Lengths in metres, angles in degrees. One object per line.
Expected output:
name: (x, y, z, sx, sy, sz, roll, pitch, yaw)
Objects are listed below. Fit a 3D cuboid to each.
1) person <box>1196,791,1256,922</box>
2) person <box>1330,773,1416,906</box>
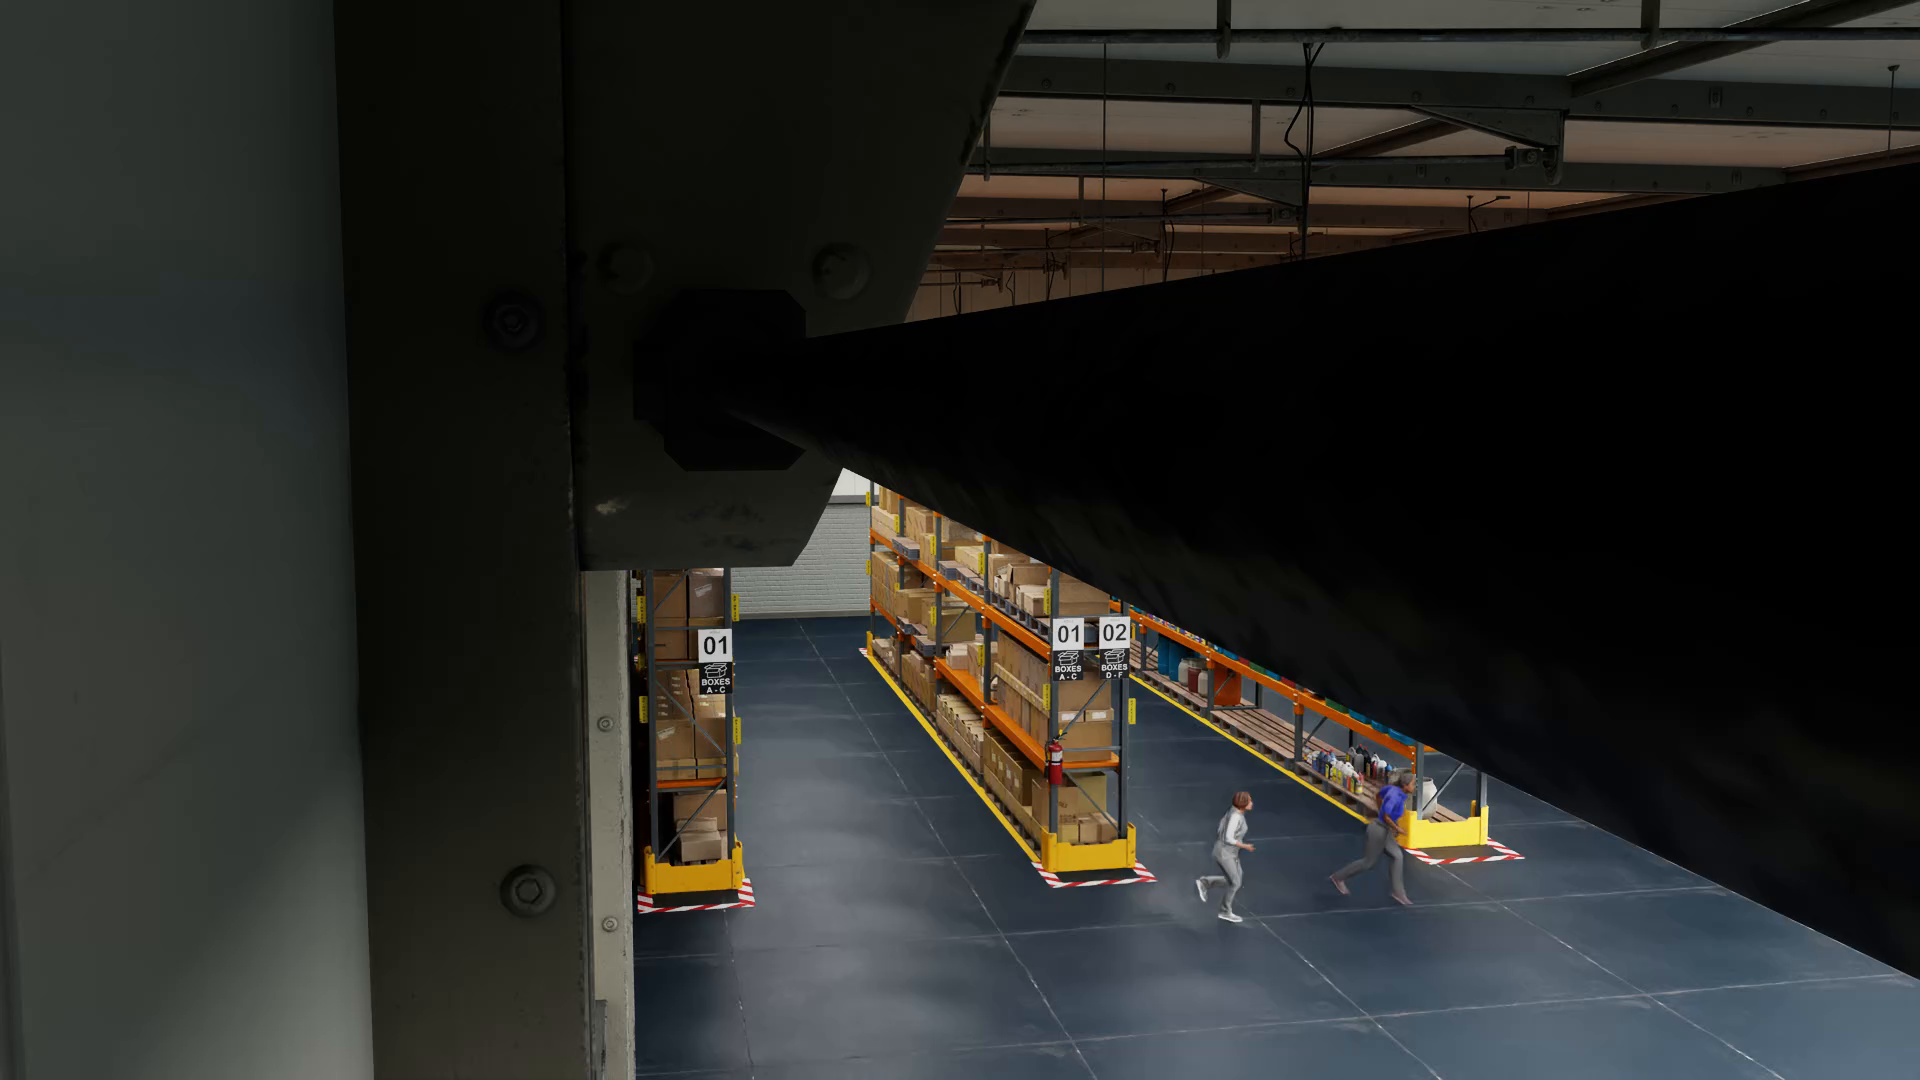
person: (3.036, 3.602, 18.964, 0.678, 1.543, 0.521, 2, 6, 21)
person: (4.884, 3.520, 19.665, 0.977, 1.616, 0.611, 1, 6, 11)
